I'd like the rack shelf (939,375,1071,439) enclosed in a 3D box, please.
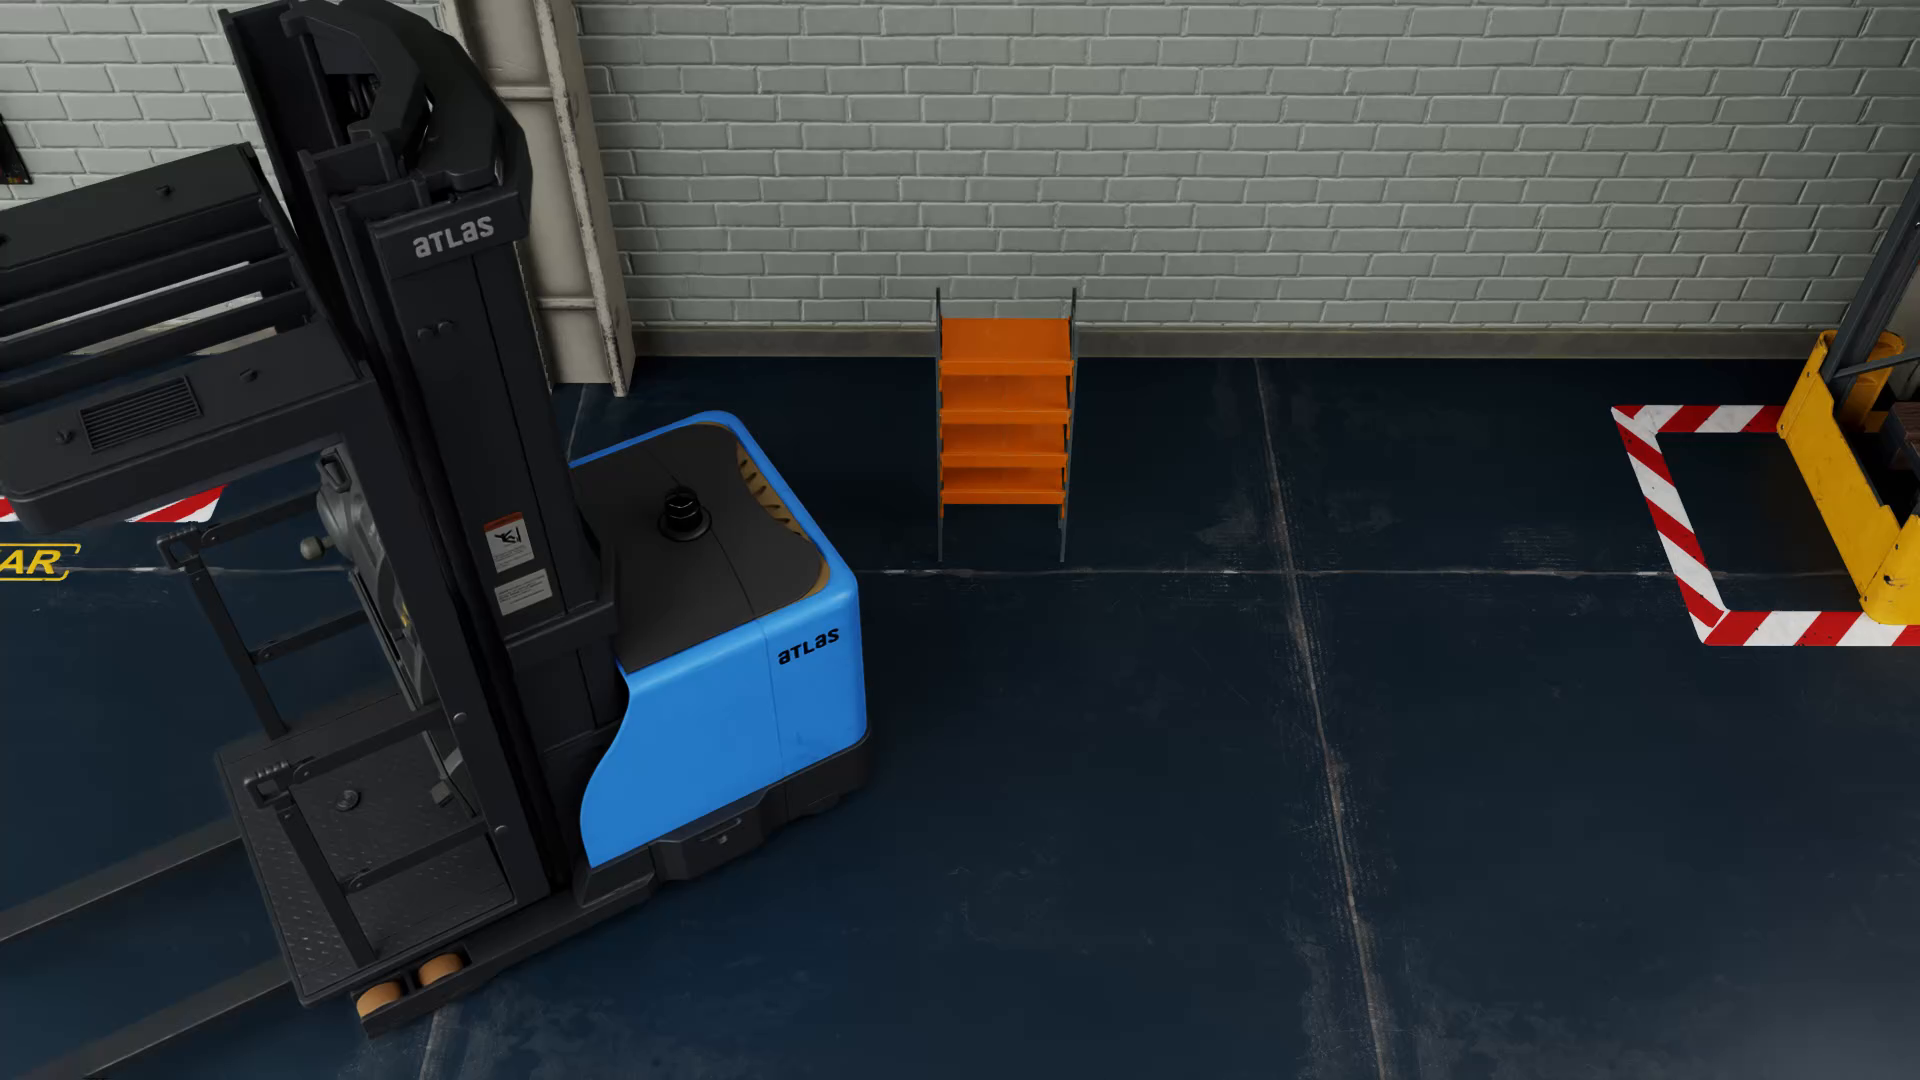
[{"bbox_3d":[0.166,-0.515,6.196,0.480,0.148,0.258,0,47,0],"label":"rack shelf"}]

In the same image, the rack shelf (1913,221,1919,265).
[{"bbox_3d":[5.629,-0.871,6.003,4.000,0.370,1.077,0,47,0],"label":"rack shelf"}]

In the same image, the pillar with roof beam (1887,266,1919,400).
[{"bbox_3d":[4.317,-0.645,1.203,0.400,9.000,9.100,0,47,0],"label":"pillar with roof beam"}]

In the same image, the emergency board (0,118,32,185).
[{"bbox_3d":[-4.138,-1.804,6.380,0.643,1.169,0.194,0,47,0],"label":"emergency board"}]

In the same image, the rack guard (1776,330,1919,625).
[{"bbox_3d":[3.705,-0.269,6.659,0.348,0.500,1.175,0,47,0],"label":"rack guard"}]

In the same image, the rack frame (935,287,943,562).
[{"bbox_3d":[-0.078,-0.409,6.311,0.015,1.200,0.240,0,47,0],"label":"rack frame"}]

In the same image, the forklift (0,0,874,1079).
[{"bbox_3d":[-1.835,0.117,4.638,3.031,2.935,1.130,-24,51,-20],"label":"forklift"}]

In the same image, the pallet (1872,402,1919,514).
[{"bbox_3d":[4.518,-0.143,6.739,1.213,0.211,1.003,0,47,0],"label":"pallet"}]

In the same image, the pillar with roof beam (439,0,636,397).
[{"bbox_3d":[-1.683,-0.662,1.218,0.400,9.000,9.100,0,47,0],"label":"pillar with roof beam"}]

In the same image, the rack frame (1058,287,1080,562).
[{"bbox_3d":[0.410,-0.408,6.310,0.015,1.200,0.240,0,47,0],"label":"rack frame"}]

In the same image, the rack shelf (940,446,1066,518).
[{"bbox_3d":[0.166,-0.227,6.505,0.480,0.148,0.258,0,47,0],"label":"rack shelf"}]

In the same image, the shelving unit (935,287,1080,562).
[{"bbox_3d":[0.166,-0.408,6.310,0.503,1.200,0.258,0,47,0],"label":"shelving unit"}]

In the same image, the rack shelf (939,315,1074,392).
[{"bbox_3d":[0.166,-0.676,6.023,0.480,0.148,0.258,0,47,0],"label":"rack shelf"}]

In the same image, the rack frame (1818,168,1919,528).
[{"bbox_3d":[3.629,-1.121,5.745,0.127,3.000,1.000,0,47,0],"label":"rack frame"}]

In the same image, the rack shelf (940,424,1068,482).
[{"bbox_3d":[0.166,-0.362,6.360,0.480,0.148,0.258,0,47,0],"label":"rack shelf"}]
